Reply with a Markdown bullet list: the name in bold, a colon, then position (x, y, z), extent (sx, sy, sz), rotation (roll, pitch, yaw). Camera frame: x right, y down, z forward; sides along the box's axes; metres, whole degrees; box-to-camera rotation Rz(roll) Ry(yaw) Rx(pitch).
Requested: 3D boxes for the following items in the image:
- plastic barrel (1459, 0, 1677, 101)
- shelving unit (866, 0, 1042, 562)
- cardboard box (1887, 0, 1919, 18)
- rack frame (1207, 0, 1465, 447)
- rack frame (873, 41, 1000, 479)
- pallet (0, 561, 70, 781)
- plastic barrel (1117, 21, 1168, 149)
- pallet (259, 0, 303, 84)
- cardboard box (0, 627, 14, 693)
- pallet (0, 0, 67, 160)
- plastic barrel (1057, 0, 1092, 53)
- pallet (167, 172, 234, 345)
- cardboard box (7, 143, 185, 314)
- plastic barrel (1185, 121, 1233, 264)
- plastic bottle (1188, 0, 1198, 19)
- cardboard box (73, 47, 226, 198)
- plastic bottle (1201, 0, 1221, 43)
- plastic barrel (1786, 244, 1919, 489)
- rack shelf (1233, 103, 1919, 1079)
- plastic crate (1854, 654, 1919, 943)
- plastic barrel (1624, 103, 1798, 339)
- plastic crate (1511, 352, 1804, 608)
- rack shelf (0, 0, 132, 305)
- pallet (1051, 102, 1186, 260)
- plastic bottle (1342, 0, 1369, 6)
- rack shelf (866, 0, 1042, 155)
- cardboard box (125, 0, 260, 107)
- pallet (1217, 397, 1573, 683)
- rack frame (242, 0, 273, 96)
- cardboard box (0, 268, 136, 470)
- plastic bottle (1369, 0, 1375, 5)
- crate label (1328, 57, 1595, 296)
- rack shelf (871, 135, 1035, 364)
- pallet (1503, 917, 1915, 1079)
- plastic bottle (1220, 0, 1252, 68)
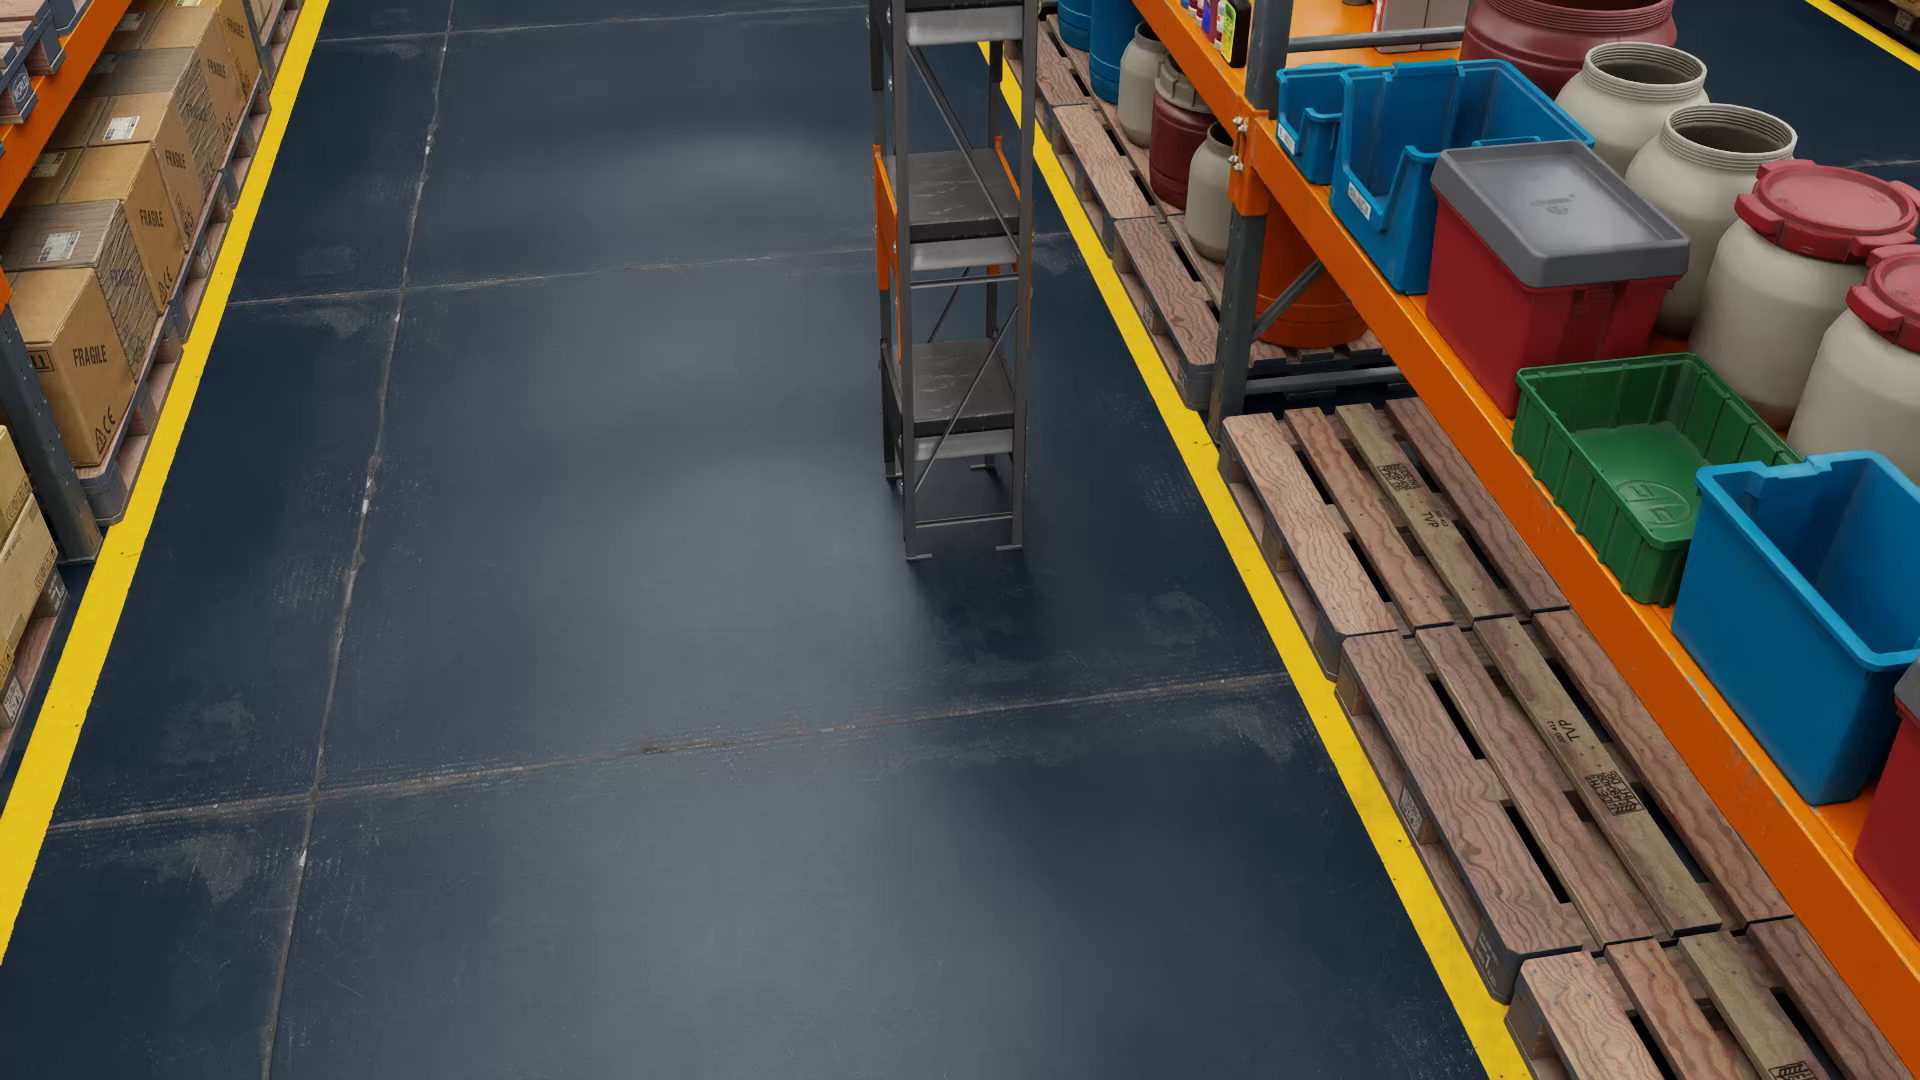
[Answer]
- **plastic barrel**: position (1.817, -1.429, 5.033), extent (0.600, 0.536, 0.708), rotation (-6, 38, -8)
- **shelving unit**: position (-0.029, -0.929, 5.235), extent (0.431, 2.100, 0.503), rotation (-6, 38, -8)
- **cardboard box**: position (5.744, -3.514, 9.217), extent (1.225, 0.875, 0.875), rotation (-6, 38, -8)
- **rack frame**: position (1.437, -1.623, 5.394), extent (1.000, 3.000, 0.127), rotation (-6, 38, -8)
- **rack frame**: position (-0.072, -1.077, 5.424), extent (0.400, 2.100, 0.015), rotation (-6, 38, -8)
- **pallet**: position (-3.334, 0.511, 4.921), extent (1.003, 0.211, 1.213), rotation (-6, 38, -8)
- **plastic barrel**: position (0.950, -2.113, 7.711), extent (0.421, 0.512, 0.421), rotation (0, 38, 0)
- **pallet**: position (-4.261, -2.822, 9.210), extent (1.003, 0.211, 1.213), rotation (-6, 38, -8)
- **cardboard box**: position (-3.014, 0.430, 4.650), extent (0.500, 0.250, 0.500), rotation (-7, 38, -8)
- **pallet**: position (-3.628, -1.418, 5.287), extent (1.213, 0.211, 1.003), rotation (-6, 38, -8)
- **plastic barrel**: position (0.815, -3.045, 8.593), extent (0.600, 0.901, 0.708), rotation (-6, 38, -8)
- **pallet**: position (-3.744, -1.181, 7.098), extent (1.003, 0.211, 1.213), rotation (-6, 38, -8)
- **cardboard box**: position (-3.419, -1.203, 6.533), extent (0.500, 0.500, 0.500), rotation (-7, 38, -9)
- **plastic barrel**: position (1.148, -1.431, 6.833), extent (0.421, 0.512, 0.421), rotation (0, 38, 0)
- **plastic bottle**: position (0.887, -2.012, 6.057), extent (0.097, 0.201, 0.097), rotation (0, 38, 0)
- **cardboard box**: position (-3.607, -1.825, 7.333), extent (0.500, 0.500, 0.500), rotation (-6, 38, -7)
- **plastic bottle**: position (0.906, -1.914, 5.864), extent (0.061, 0.283, 0.133), rotation (-6, 38, -8)
- **plastic barrel**: position (2.058, -0.305, 3.587), extent (0.433, 0.535, 0.433), rotation (0, 38, 0)
- **rack shelf**: position (1.788, -0.130, 4.059), extent (1.077, 0.370, 4.000), rotation (-6, 38, -8)
- **plastic crate**: position (1.752, 0.509, 2.598), extent (0.402, 0.464, 0.583), rotation (-6, 38, -8)
- **plastic barrel**: position (1.902, -0.814, 4.262), extent (0.421, 0.512, 0.421), rotation (0, 38, 0)
- **plastic crate**: position (1.555, -0.144, 3.664), extent (0.450, 0.188, 0.662), rotation (-6, 38, -8)
- **rack shelf**: position (-3.791, -2.016, 6.486), extent (1.077, 0.370, 4.000), rotation (-6, 38, -8)
- **pallet**: position (1.048, -1.728, 7.803), extent (1.003, 0.211, 1.213), rotation (-6, 38, -8)
- **plastic bottle**: position (1.479, -2.095, 6.164), extent (0.097, 0.201, 0.097), rotation (0, 38, 0)
- **rack shelf**: position (-0.029, -1.471, 4.813), extent (0.431, 0.518, 0.480), rotation (-6, 38, -8)
- **cardboard box**: position (-3.773, -2.427, 8.109), extent (0.500, 0.500, 0.500), rotation (-6, 38, -8)
- **pallet**: position (1.535, -0.049, 5.641), extent (1.003, 0.211, 1.213), rotation (-6, 38, -8)
- **rack frame**: position (-4.141, -3.508, 7.821), extent (1.000, 3.000, 0.127), rotation (-6, 38, -8)
- **cardboard box**: position (-3.238, -0.584, 5.736), extent (0.500, 0.500, 0.500), rotation (-5, 38, -6)
- **plastic bottle**: position (1.599, -2.149, 6.173), extent (0.152, 0.276, 0.135), rotation (-6, 38, -8)
- **crate label**: position (1.345, -1.007, 4.573), extent (0.502, 0.435, 0.616), rotation (-6, 38, -8)
- **rack shelf**: position (-0.029, -0.918, 5.243), extent (0.431, 0.518, 0.480), rotation (-6, 38, -8)
- **pallet**: position (1.963, 1.424, 3.744), extent (1.003, 0.211, 1.213), rotation (-6, 38, -8)
- **plastic bottle**: position (0.946, -1.775, 5.685), extent (0.061, 0.283, 0.133), rotation (-6, 38, -8)
